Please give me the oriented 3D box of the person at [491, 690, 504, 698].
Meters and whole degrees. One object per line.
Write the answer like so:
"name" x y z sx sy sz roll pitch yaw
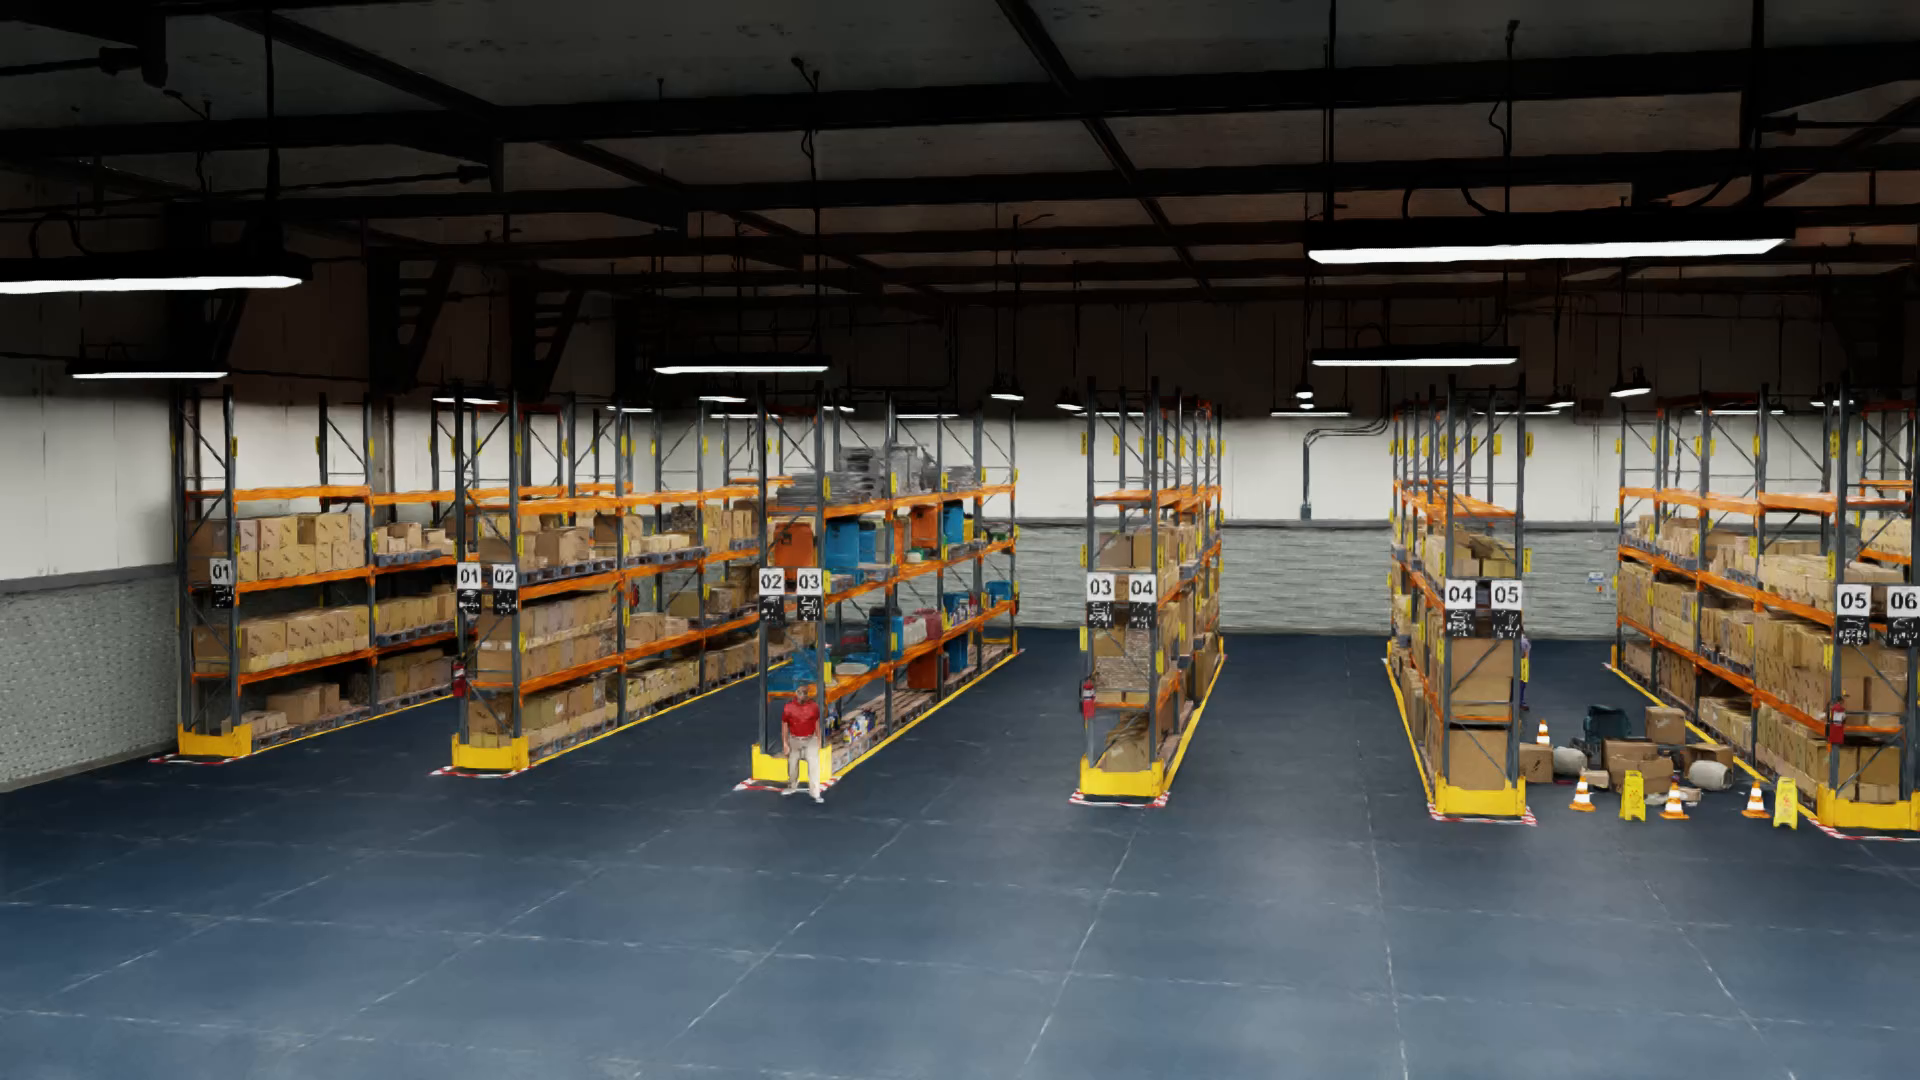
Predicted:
"person" -8.241 2.494 29.673 0.532 1.667 0.573 3 4 44

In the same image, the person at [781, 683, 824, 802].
"person" -2.236 2.850 23.531 0.586 1.679 0.974 -1 3 -11

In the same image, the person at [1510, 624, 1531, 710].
"person" 10.705 2.390 31.792 0.429 1.653 0.530 -1 3 -19
